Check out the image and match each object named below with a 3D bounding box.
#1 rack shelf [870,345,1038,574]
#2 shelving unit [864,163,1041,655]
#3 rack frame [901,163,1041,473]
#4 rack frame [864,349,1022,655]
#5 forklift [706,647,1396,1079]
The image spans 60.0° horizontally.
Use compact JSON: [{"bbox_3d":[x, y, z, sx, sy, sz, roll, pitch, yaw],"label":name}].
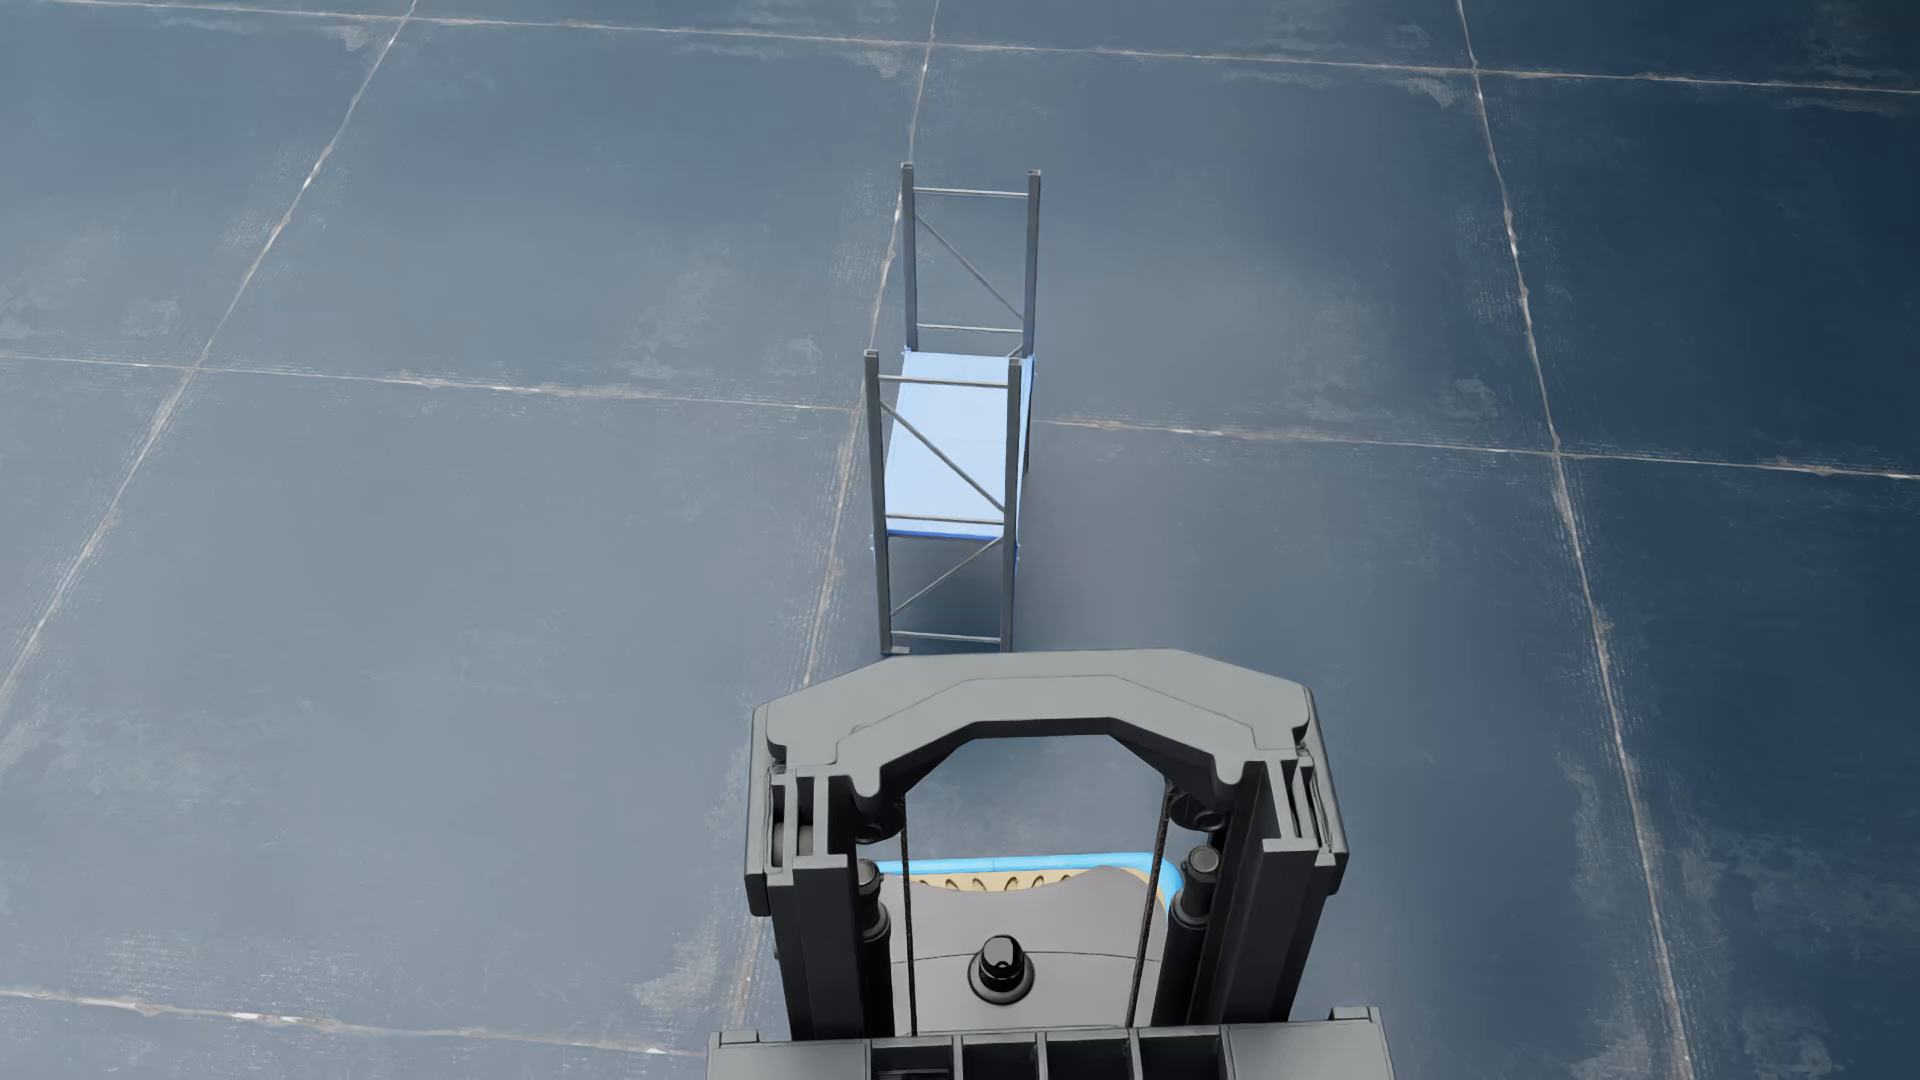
[{"bbox_3d":[-0.008,-0.322,6.272,0.538,0.185,1.000,4,48,4],"label":"rack shelf"},{"bbox_3d":[-0.008,-0.443,6.139,0.538,1.500,1.048,4,48,4],"label":"shelving unit"},{"bbox_3d":[0.039,-0.817,6.481,0.500,1.500,0.032,4,48,4],"label":"rack frame"},{"bbox_3d":[-0.054,-0.070,5.798,0.500,1.500,0.032,4,48,4],"label":"rack frame"},{"bbox_3d":[0.152,1.687,3.220,1.130,2.935,3.031,-2,48,-2],"label":"forklift"}]
